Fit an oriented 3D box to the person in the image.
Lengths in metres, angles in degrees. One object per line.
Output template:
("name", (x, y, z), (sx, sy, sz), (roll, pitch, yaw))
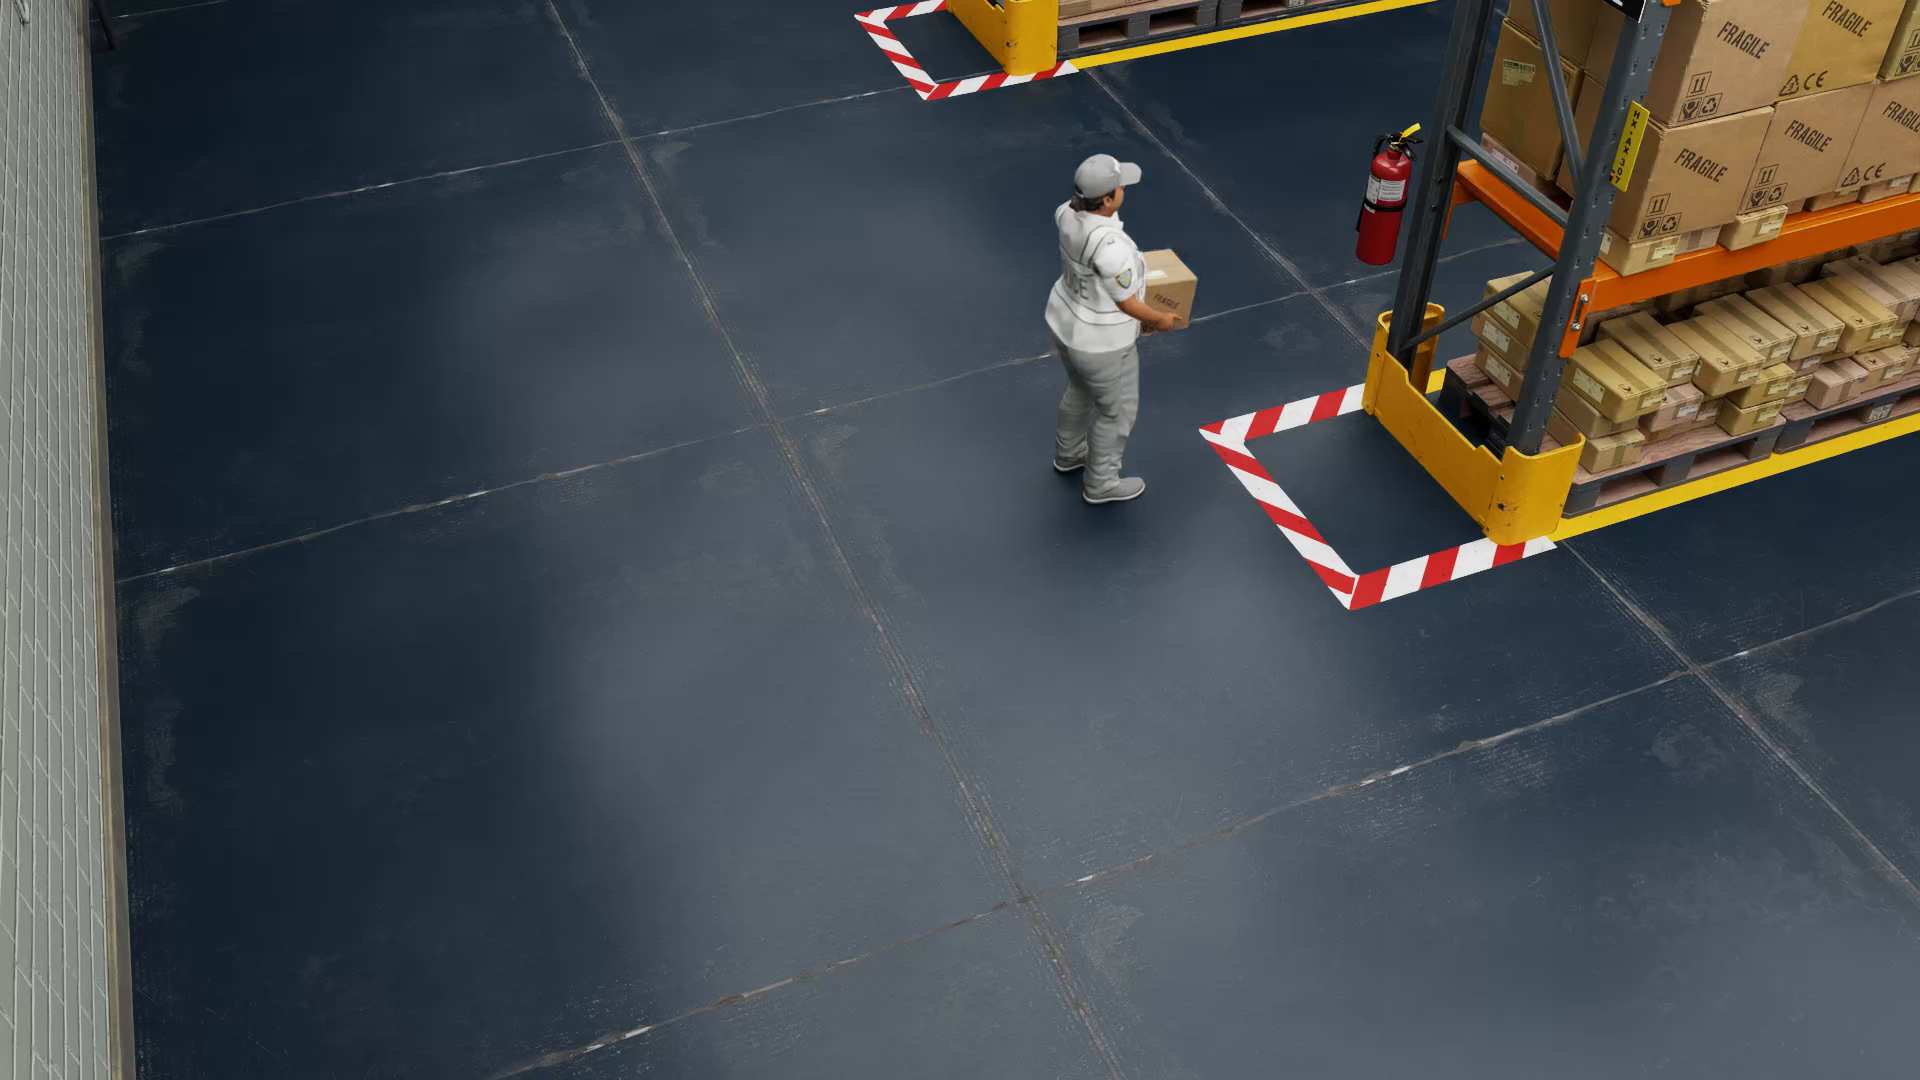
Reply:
("person", (0.649, -0.915, 7.173), (0.536, 1.664, 0.471), (-16, 44, -17))
